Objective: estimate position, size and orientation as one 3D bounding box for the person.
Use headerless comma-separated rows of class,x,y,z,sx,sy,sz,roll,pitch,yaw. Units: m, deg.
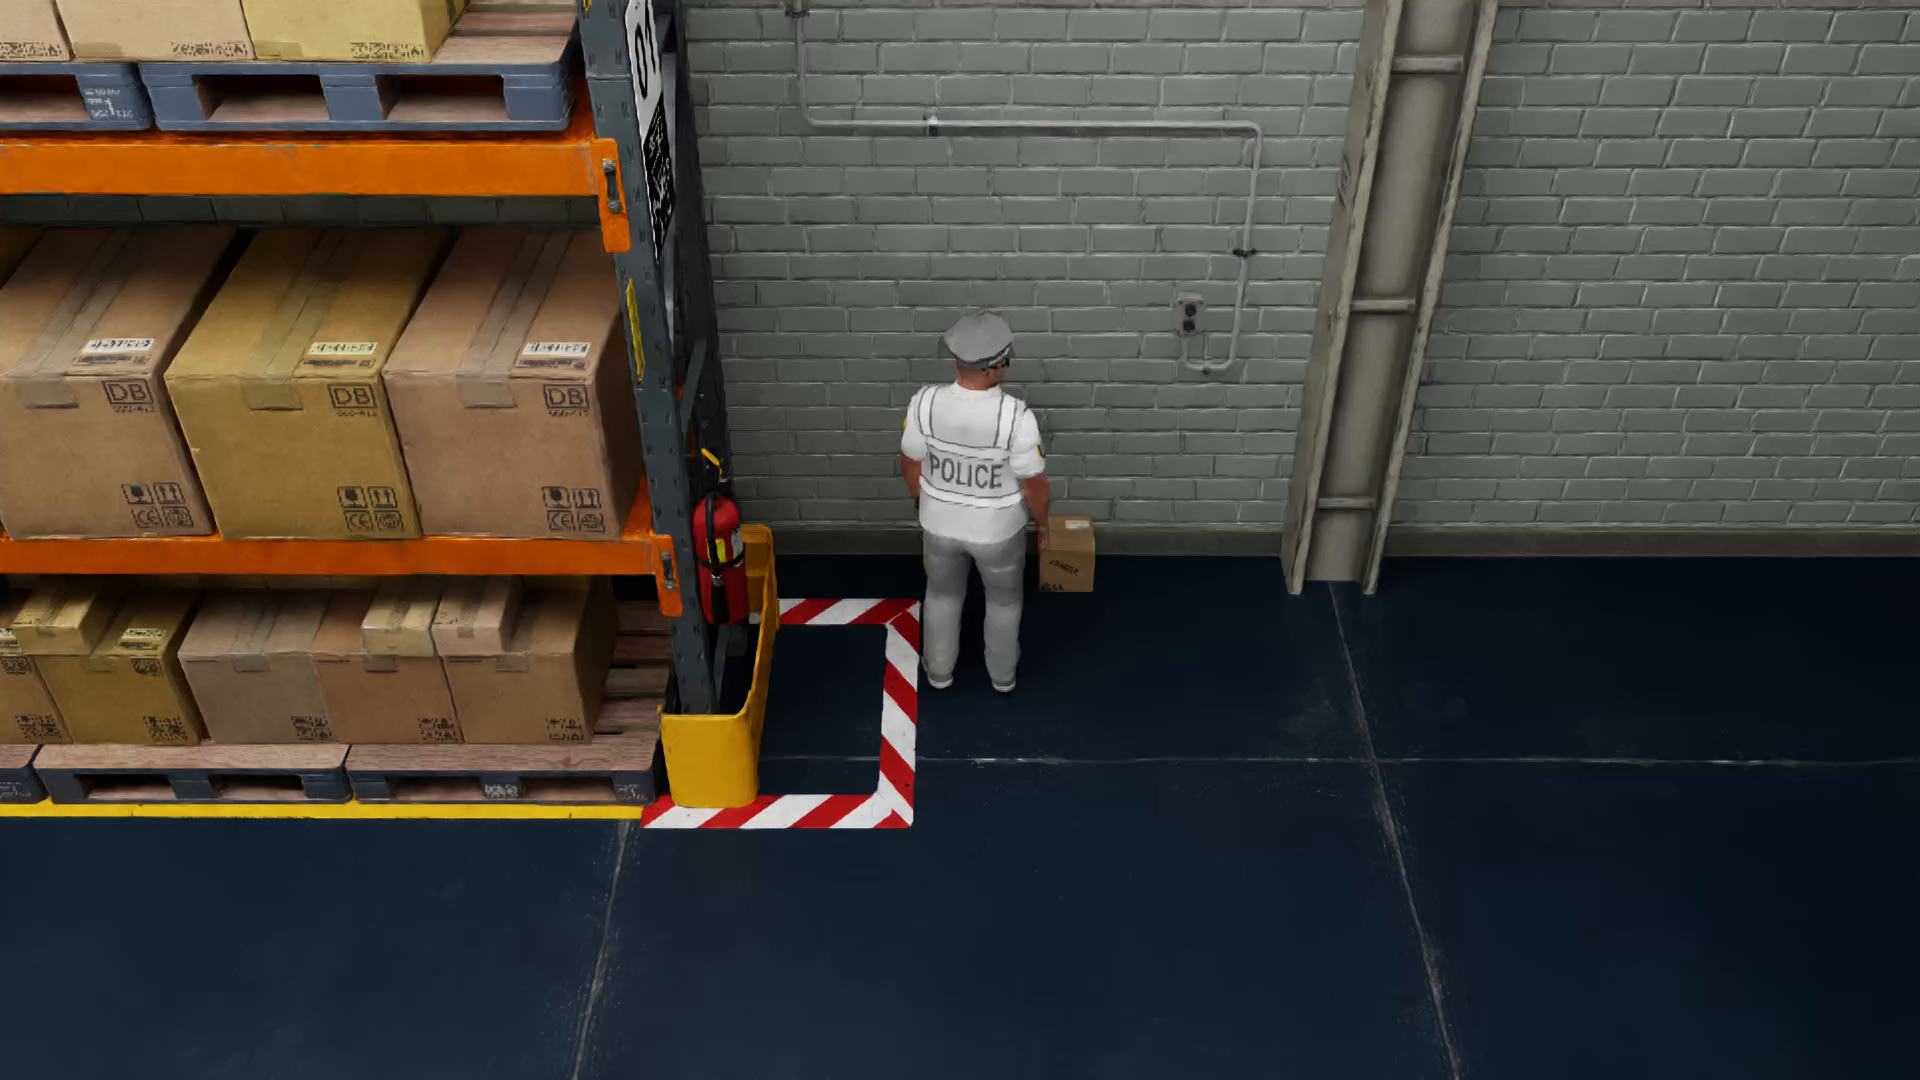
person,0.068,-0.085,6.609,0.588,1.807,0.443,11,41,13
